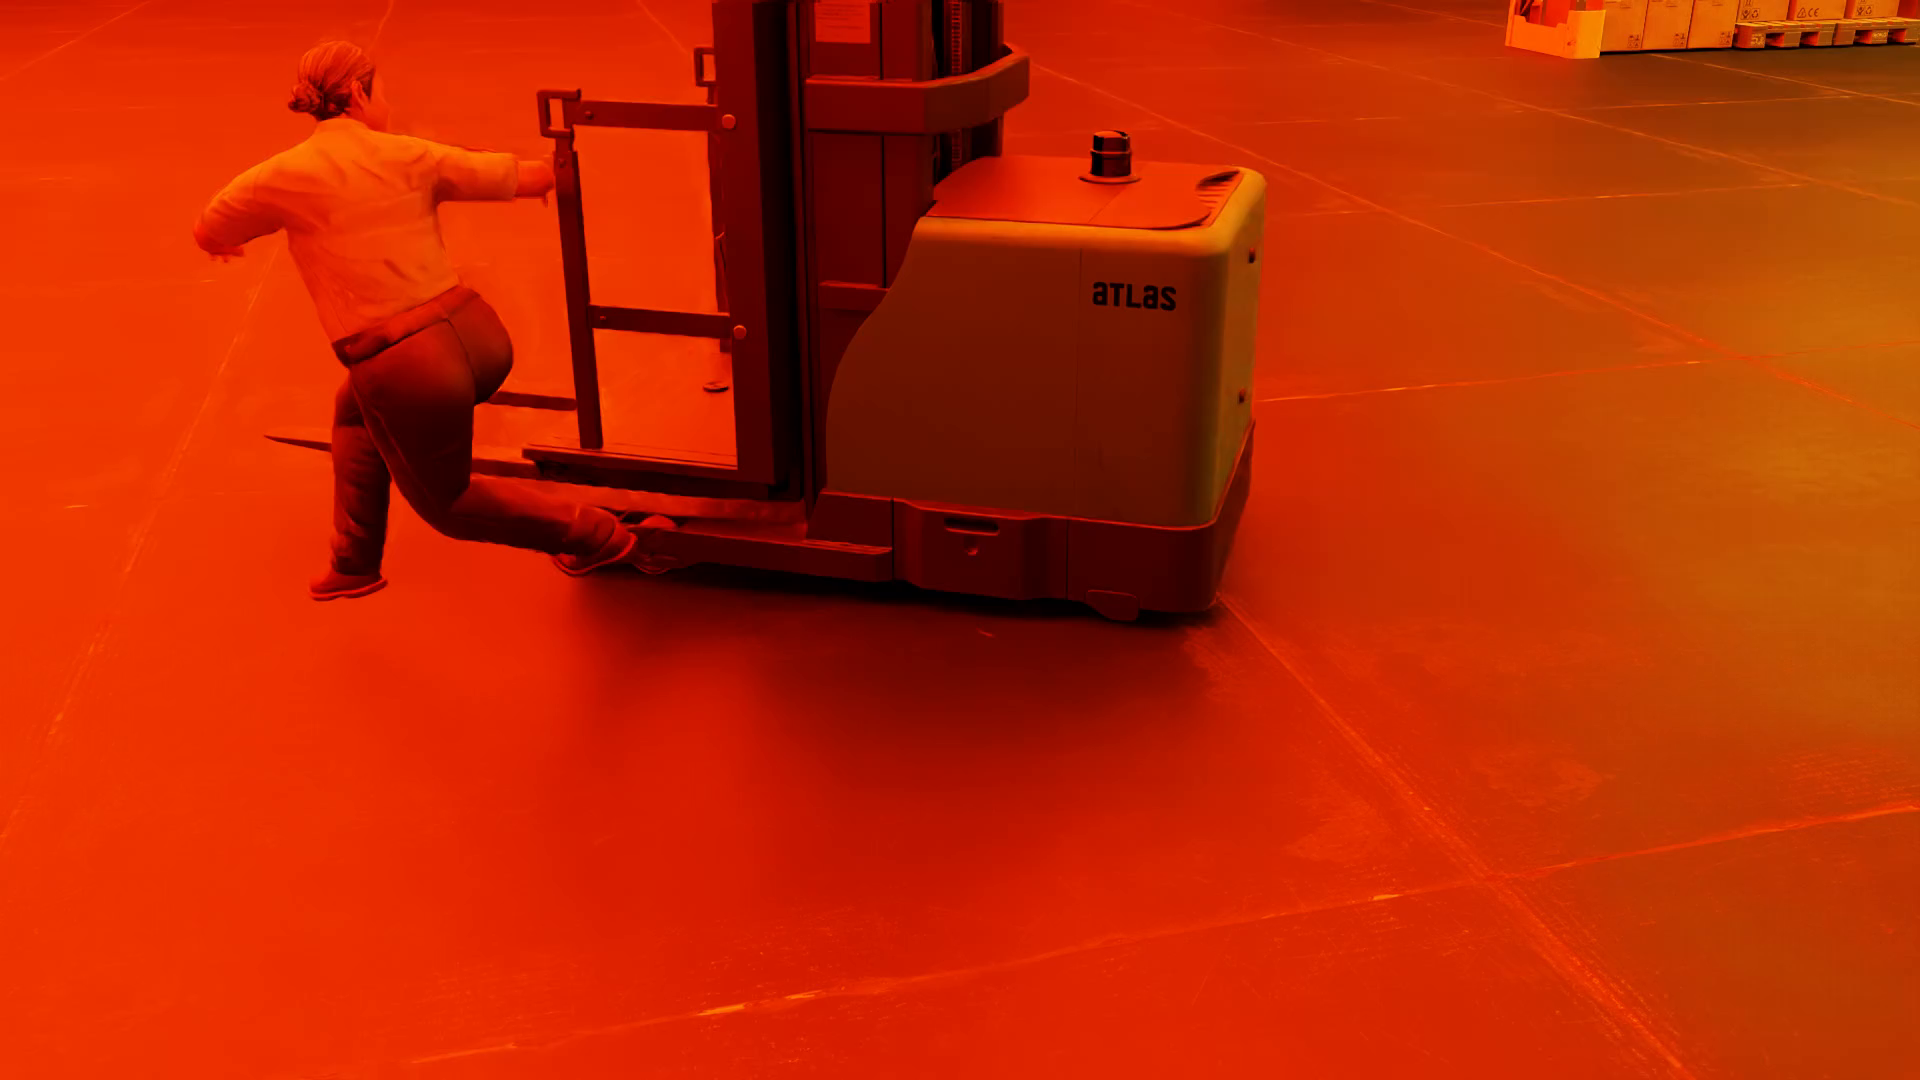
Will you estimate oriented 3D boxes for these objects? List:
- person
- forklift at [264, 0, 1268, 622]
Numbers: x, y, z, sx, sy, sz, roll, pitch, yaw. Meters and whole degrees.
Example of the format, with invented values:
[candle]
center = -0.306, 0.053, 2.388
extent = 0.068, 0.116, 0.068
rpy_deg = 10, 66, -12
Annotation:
[person]
center = -1.401, -0.537, 4.259
extent = 1.066, 1.428, 0.836
rpy_deg = 14, 27, 30
[forklift]
center = -0.661, -1.439, 4.692
extent = 3.031, 2.935, 1.130
rpy_deg = 6, 24, 15
